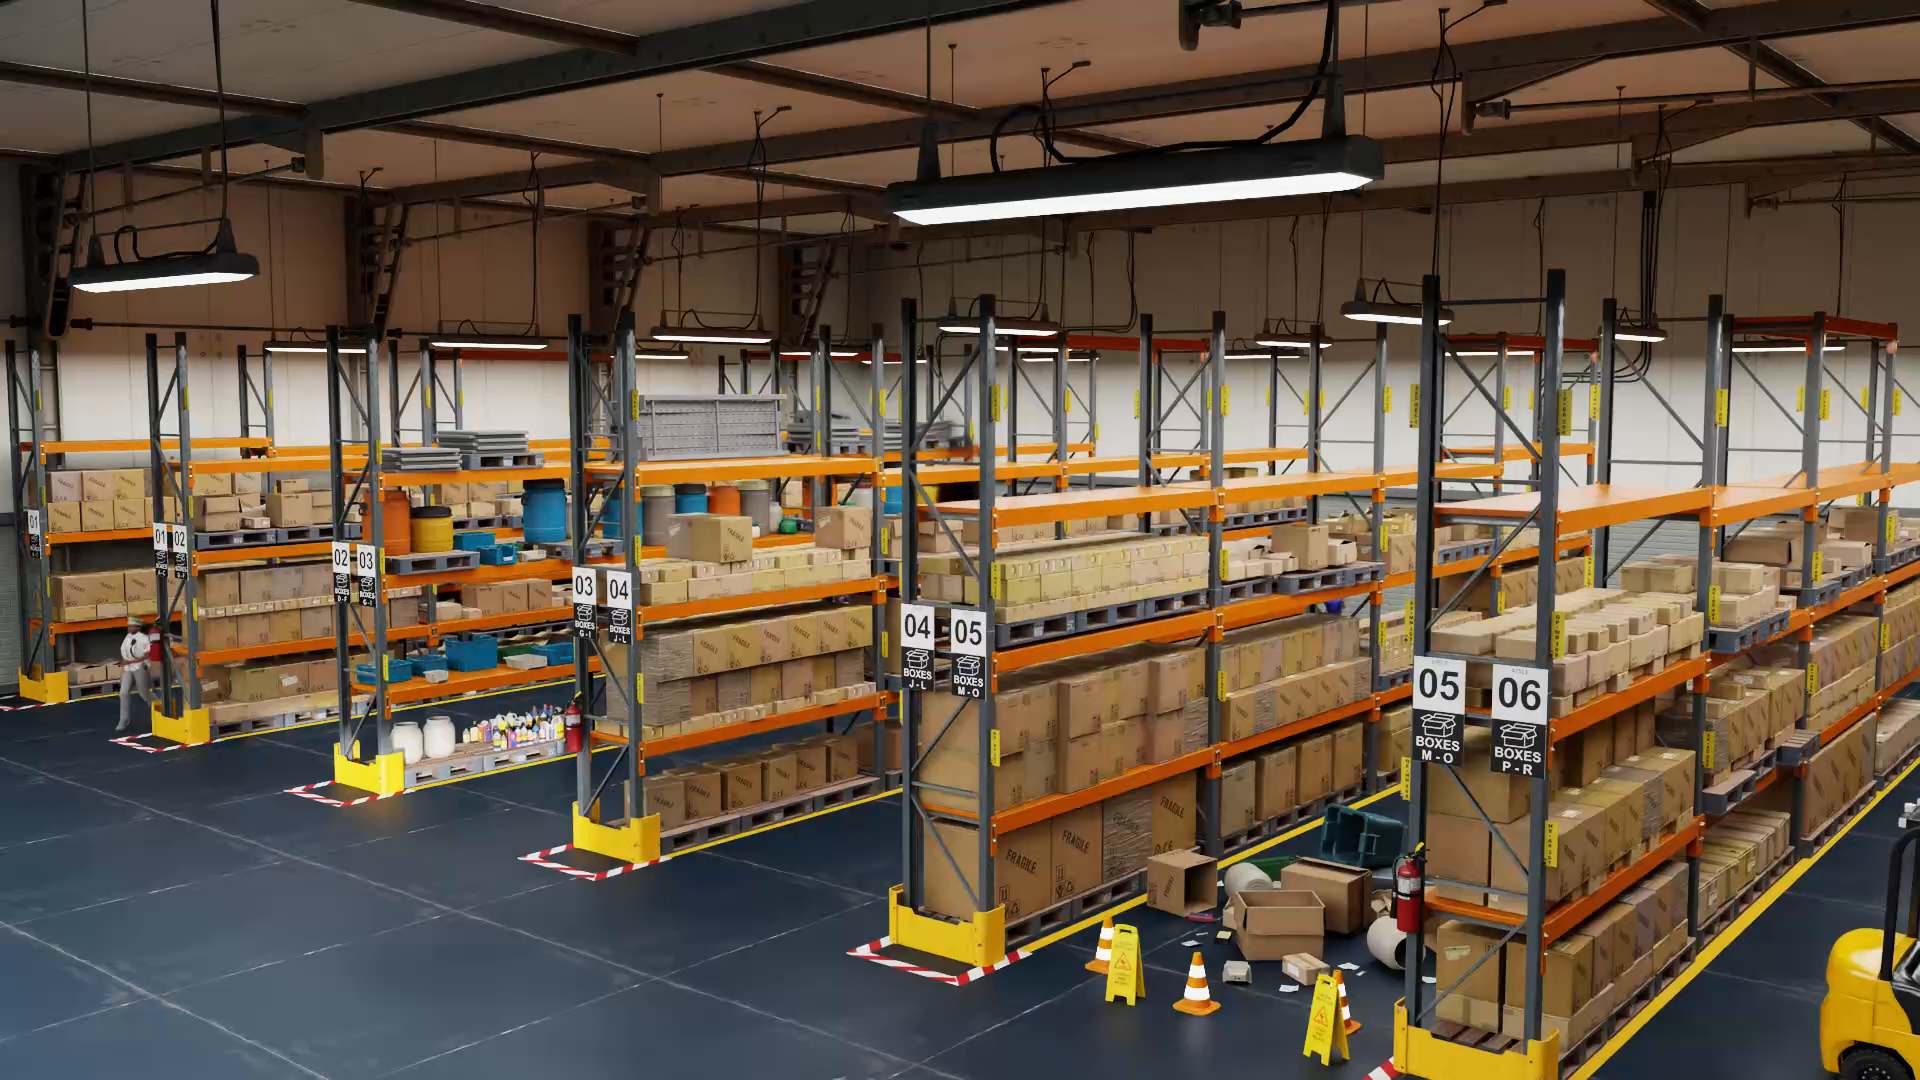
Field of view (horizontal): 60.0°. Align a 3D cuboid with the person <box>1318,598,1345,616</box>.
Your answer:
[{"bbox_3d":[7.037,1.529,31.514,0.613,1.628,0.896,-3,6,-27],"label":"person"}]

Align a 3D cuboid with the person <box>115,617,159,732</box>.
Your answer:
[{"bbox_3d":[-12.630,2.023,25.560,0.575,1.734,0.852,2,5,19],"label":"person"}]

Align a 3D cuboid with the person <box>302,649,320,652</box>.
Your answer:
[{"bbox_3d":[-10.921,1.817,27.973,0.656,1.696,0.627,4,6,37],"label":"person"}]
